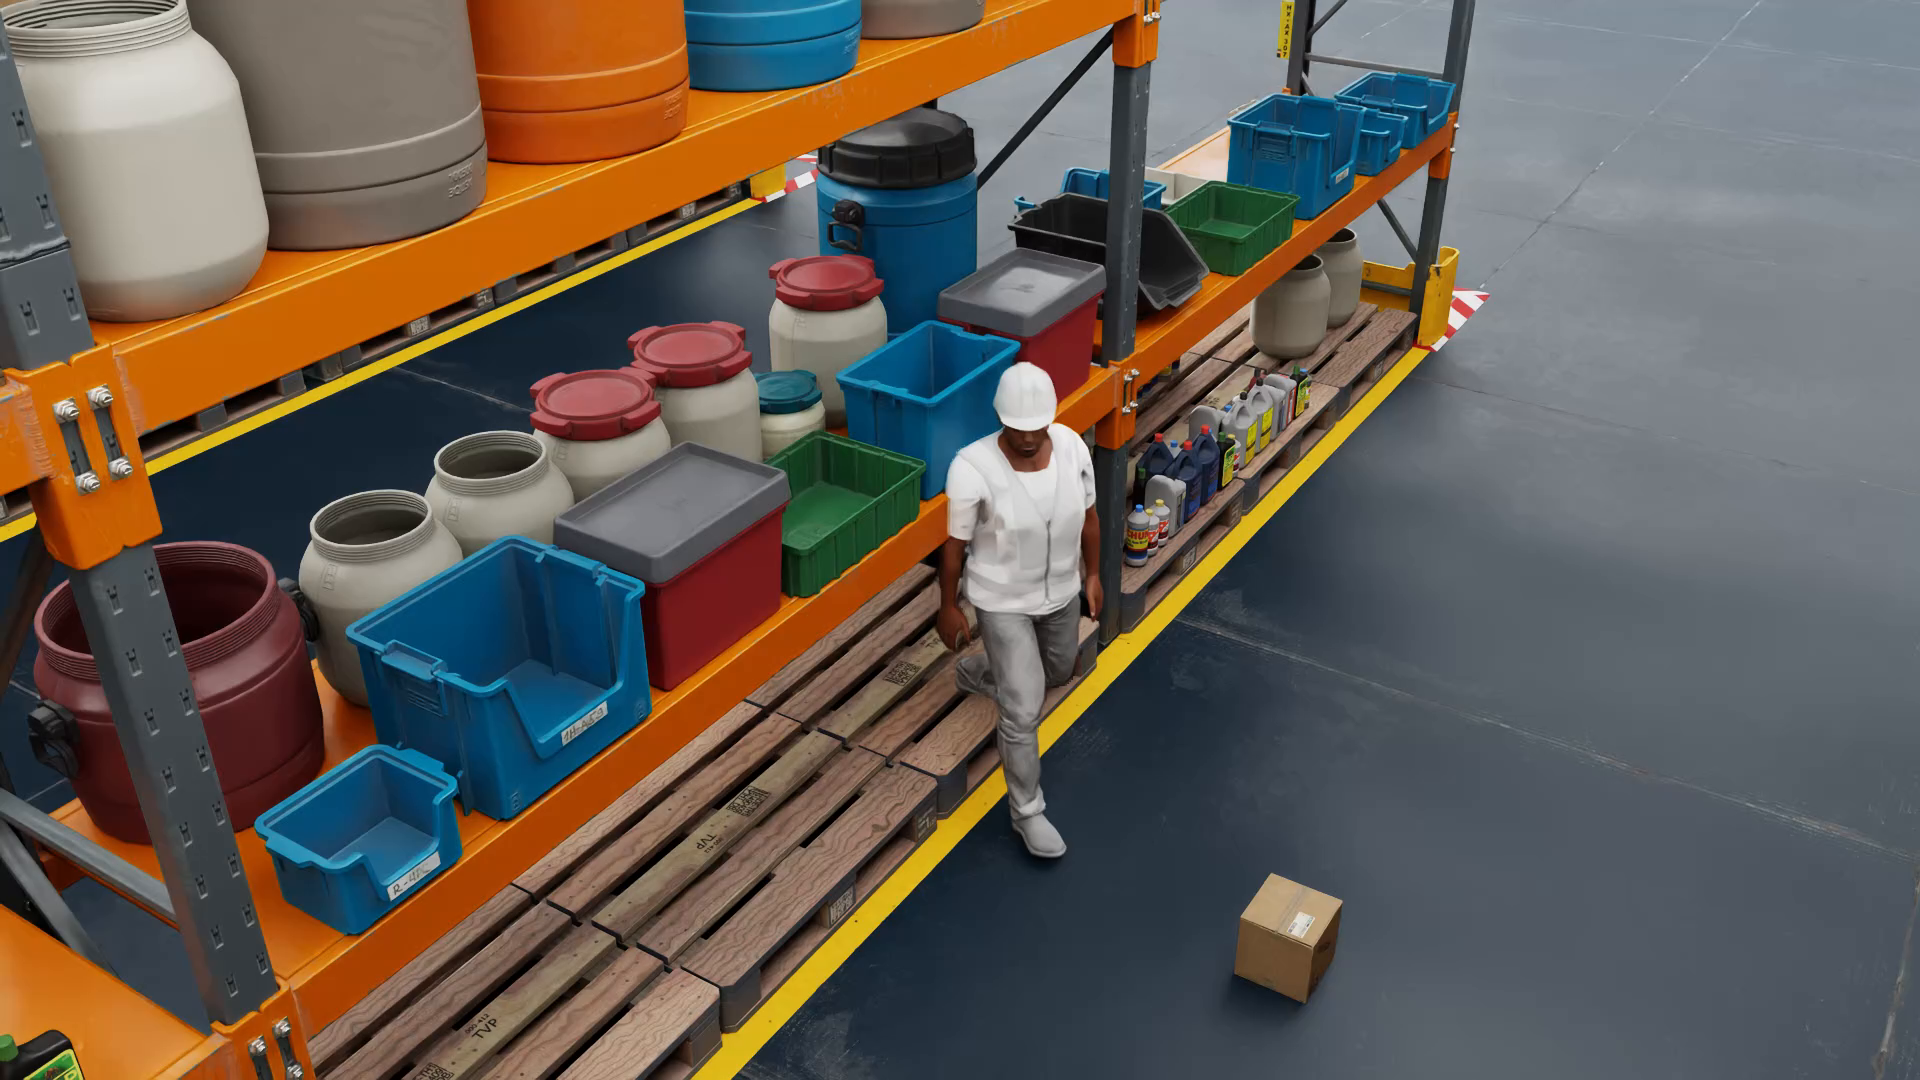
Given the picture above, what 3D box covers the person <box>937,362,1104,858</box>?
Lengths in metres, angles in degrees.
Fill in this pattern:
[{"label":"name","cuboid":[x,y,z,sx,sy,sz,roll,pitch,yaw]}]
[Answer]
[{"label":"person","cuboid":[0.228,0.169,5.824,0.614,1.744,0.927,-18,35,-28]}]
